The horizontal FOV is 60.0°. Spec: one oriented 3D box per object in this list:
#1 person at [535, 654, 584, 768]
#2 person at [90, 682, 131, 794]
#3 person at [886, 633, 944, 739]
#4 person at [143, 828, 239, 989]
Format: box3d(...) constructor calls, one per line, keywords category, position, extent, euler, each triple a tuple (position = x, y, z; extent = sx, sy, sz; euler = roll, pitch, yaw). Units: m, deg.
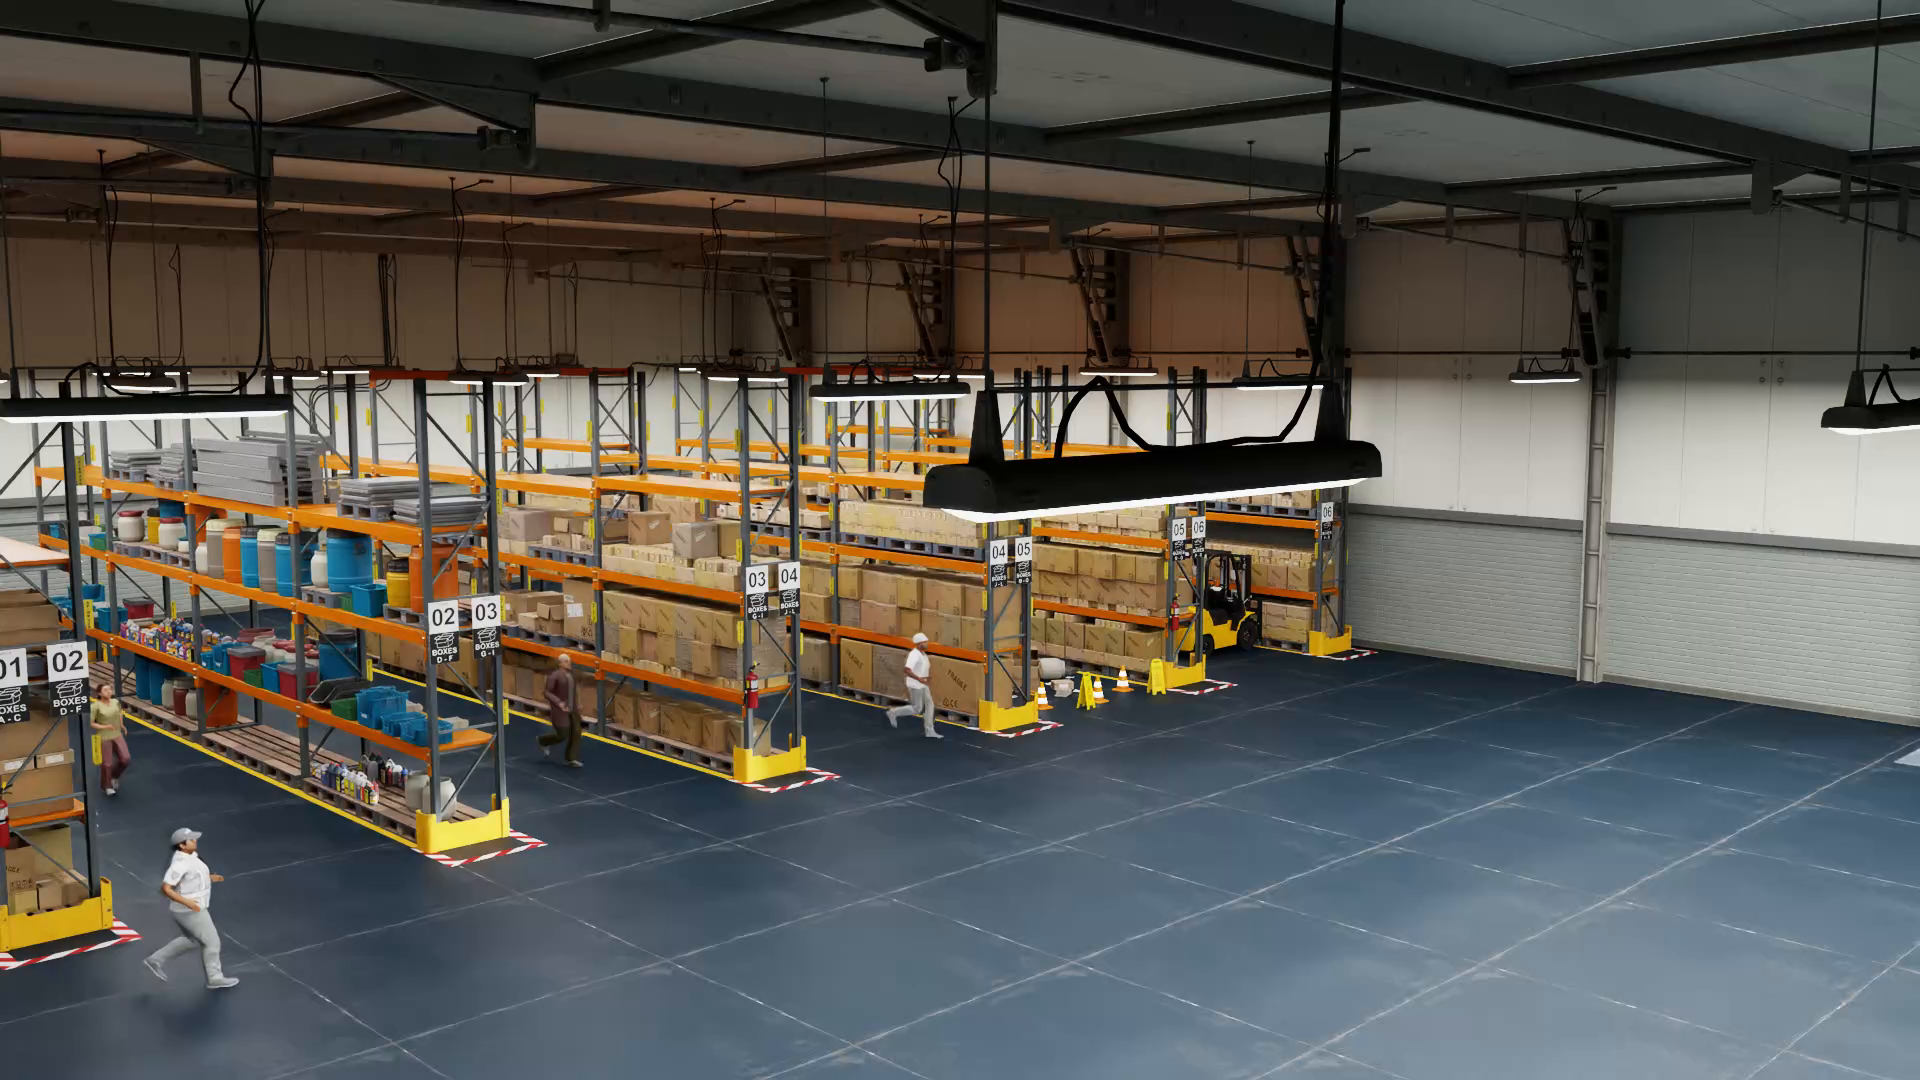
box3d(category="person", position=(-6.131, 2.596, 25.508), extent=(0.846, 1.743, 0.702), euler=(4, 8, 31))
box3d(category="person", position=(-12.129, 2.837, 23.752), extent=(0.562, 1.633, 0.564), euler=(5, 8, 36))
box3d(category="person", position=(-0.718, 2.394, 27.355), extent=(0.964, 1.742, 0.704), euler=(2, 7, 16))
box3d(category="person", position=(-7.659, 3.662, 16.484), extent=(0.870, 1.628, 0.619), euler=(-2, 7, -21))
